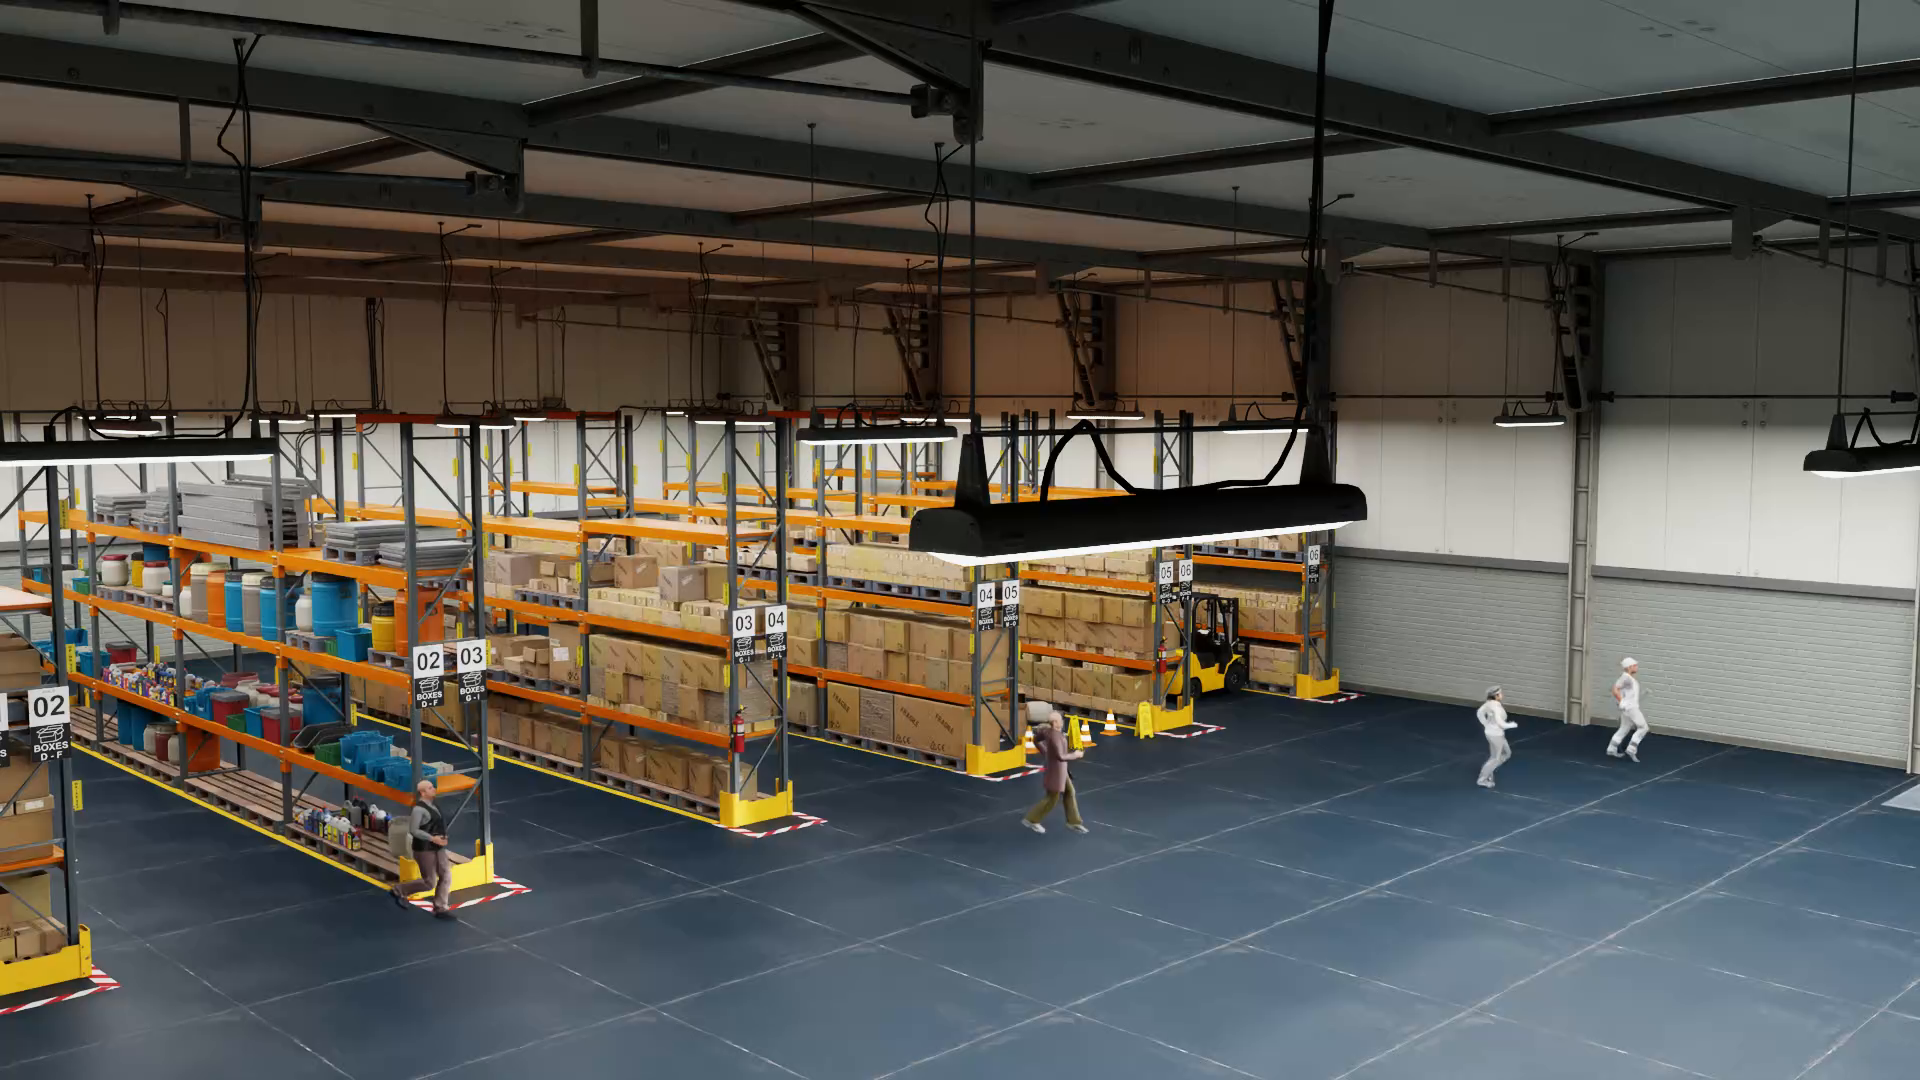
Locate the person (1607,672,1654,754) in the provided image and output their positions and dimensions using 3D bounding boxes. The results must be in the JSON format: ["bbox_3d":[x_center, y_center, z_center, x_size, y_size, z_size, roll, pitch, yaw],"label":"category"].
[{"bbox_3d":[11.604,2.996,28.767,0.729,1.432,0.641,2,5,20],"label":"person"}]

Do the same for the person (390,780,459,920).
[{"bbox_3d":[-6.469,3.754,20.100,0.812,1.715,0.527,0,5,3],"label":"person"}]

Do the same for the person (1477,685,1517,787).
[{"bbox_3d":[8.683,3.152,26.898,0.619,1.660,0.469,0,5,5],"label":"person"}]

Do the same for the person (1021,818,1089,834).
[{"bbox_3d":[1.379,4.111,23.992,1.014,0.325,0.289,0,5,-3],"label":"person"}]
